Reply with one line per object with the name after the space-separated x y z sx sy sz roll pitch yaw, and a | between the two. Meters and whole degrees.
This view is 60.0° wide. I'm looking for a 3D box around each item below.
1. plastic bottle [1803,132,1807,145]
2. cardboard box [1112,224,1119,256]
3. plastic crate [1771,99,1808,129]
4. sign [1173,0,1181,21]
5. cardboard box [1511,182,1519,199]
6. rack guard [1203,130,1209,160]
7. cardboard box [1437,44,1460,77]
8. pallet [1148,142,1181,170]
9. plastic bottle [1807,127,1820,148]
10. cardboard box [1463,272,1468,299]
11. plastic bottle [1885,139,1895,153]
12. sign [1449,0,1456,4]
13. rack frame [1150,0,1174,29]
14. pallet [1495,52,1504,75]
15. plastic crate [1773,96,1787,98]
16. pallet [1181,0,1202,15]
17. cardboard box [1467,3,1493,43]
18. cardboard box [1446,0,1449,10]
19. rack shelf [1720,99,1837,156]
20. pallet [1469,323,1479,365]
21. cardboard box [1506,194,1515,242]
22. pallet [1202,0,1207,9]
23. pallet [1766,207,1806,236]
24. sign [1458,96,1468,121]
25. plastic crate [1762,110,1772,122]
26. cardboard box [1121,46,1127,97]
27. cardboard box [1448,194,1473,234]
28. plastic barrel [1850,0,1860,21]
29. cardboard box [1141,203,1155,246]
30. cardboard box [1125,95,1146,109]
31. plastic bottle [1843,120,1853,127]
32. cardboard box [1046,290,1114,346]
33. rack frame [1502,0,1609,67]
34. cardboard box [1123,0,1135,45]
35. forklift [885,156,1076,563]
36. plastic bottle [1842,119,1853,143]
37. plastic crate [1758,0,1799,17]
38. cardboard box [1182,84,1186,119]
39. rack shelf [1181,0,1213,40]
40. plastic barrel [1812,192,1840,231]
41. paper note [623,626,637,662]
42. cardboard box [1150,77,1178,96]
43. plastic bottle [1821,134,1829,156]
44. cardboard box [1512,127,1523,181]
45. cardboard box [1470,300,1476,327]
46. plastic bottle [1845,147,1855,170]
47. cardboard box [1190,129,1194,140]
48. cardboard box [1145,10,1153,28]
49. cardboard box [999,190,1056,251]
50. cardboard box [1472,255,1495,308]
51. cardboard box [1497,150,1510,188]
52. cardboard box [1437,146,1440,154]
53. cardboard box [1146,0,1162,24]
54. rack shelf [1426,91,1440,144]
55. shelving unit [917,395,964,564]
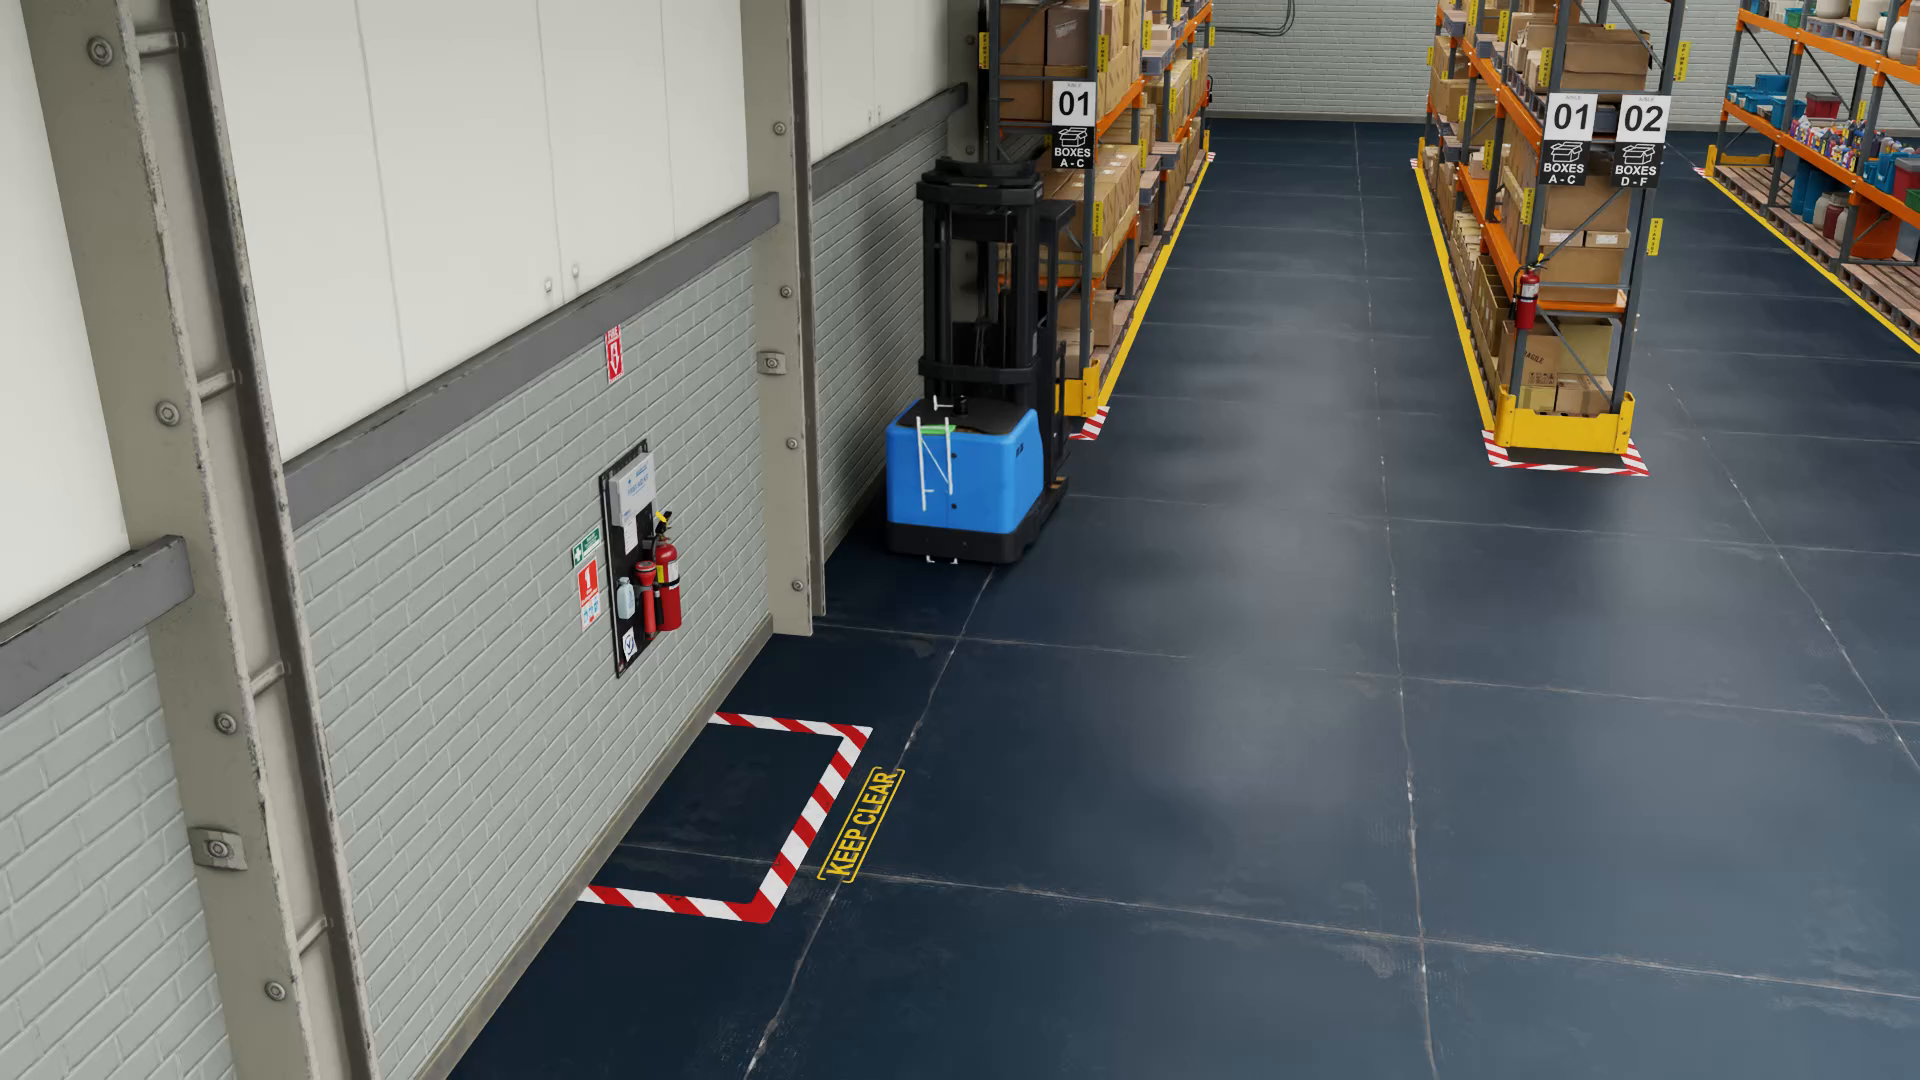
12.282 -5.828 24.075 0.097 0.201 0.097 0 22 0 | plastic bottle
1.379 -3.143 17.317 0.500 0.250 0.500 4 22 10 | cardboard box
12.676 -6.523 25.476 0.392 0.384 0.575 4 22 11 | plastic crate
2.930 -7.187 22.477 0.100 0.325 0.005 4 22 11 | sign
5.982 -3.649 17.397 0.380 0.149 0.250 4 22 9 | cardboard box
4.037 -7.373 30.992 1.175 0.500 0.348 4 22 11 | rack guard
8.225 -7.955 27.620 0.500 0.500 0.500 4 22 10 | cardboard box
2.358 -5.240 22.607 1.213 0.211 1.003 4 22 11 | pallet
12.258 -5.769 23.830 0.152 0.276 0.135 4 22 11 | plastic bottle
6.339 -3.037 19.998 0.500 0.250 0.500 4 22 10 | cardboard box
12.789 -5.380 22.868 0.097 0.271 0.097 0 22 0 | plastic bottle
7.533 -8.355 25.375 0.100 0.325 0.005 4 22 11 | sign
2.400 -8.381 22.118 1.000 3.000 0.127 4 22 11 | rack frame
6.601 -5.385 18.951 0.805 0.209 1.217 4 22 9 | pallet
13.741 -7.362 27.891 0.396 0.136 0.243 4 22 11 | plastic crate
3.393 -8.710 27.068 1.003 0.211 1.213 4 22 11 | pallet
7.410 -7.008 22.591 0.910 0.500 0.500 4 22 11 | cardboard box
8.111 -8.570 26.804 0.500 0.250 0.500 4 22 11 | cardboard box
13.323 -6.704 26.946 1.077 0.370 4.000 4 22 11 | rack shelf
6.230 -2.178 18.479 1.003 0.211 1.213 4 22 11 | pallet
6.248 -3.449 17.769 0.700 0.500 0.500 4 22 10 | cardboard box
3.644 -9.155 28.173 1.003 0.211 1.213 4 22 11 | pallet
12.716 -4.733 24.824 1.003 0.211 1.213 4 22 11 | pallet
6.717 -5.760 22.197 0.100 0.325 0.005 4 22 11 | sign
12.880 -6.636 26.103 0.437 0.125 0.590 4 22 11 | plastic crate
1.415 -4.804 17.091 0.500 0.500 0.500 6 23 14 | cardboard box
7.211 -4.626 23.583 0.500 0.500 0.500 5 23 13 | cardboard box
12.927 -7.630 23.455 0.600 0.588 0.600 0 22 0 | plastic barrel
2.304 -4.375 22.960 0.700 0.500 0.500 5 22 12 | cardboard box
2.307 -5.902 22.403 0.380 0.149 0.250 1 22 2 | cardboard box
13.150 -6.080 24.600 0.152 0.276 0.135 4 22 11 | plastic bottle
1.311 -2.436 18.144 0.700 0.500 0.500 3 22 8 | cardboard box
6.434 -6.542 17.551 1.000 3.000 0.127 4 22 11 | rack frame
1.549 -5.449 17.355 0.500 0.500 0.500 4 22 9 | cardboard box
0.308 -1.701 13.653 1.130 2.935 3.031 6 23 15 | forklift
12.906 -5.933 24.136 0.144 0.351 0.185 4 22 11 | plastic bottle
13.150 -8.594 26.744 0.504 0.338 0.767 4 22 11 | plastic crate
3.163 -6.696 25.406 0.500 0.500 0.500 4 22 11 | cardboard box
3.624 -8.850 28.261 1.077 0.370 4.000 4 22 11 | rack shelf
12.440 -4.690 23.752 0.421 0.512 0.421 0 22 0 | plastic barrel
-1.806 0.569 9.105 0.016 0.148 0.142 4 22 11 | paper note
2.854 -6.483 23.872 0.500 0.250 0.500 4 22 10 | cardboard box
12.061 -5.504 23.160 0.061 0.283 0.133 4 22 11 | plastic bottle
6.247 -4.060 17.548 0.700 0.500 0.500 4 22 11 | cardboard box
6.042 -2.532 18.744 0.500 0.250 0.500 4 22 11 | cardboard box
11.810 -5.054 22.043 0.061 0.283 0.133 4 22 11 | plastic bottle
3.824 -6.965 28.548 0.380 0.149 0.250 4 22 9 | cardboard box
2.044 -6.580 21.496 0.797 0.503 0.637 8 23 18 | cardboard box
0.655 -3.149 16.326 0.500 0.500 0.500 4 22 10 | cardboard box
6.033 -2.881 18.605 0.500 0.500 0.500 4 22 11 | cardboard box
6.816 -4.461 20.281 0.500 0.500 0.500 4 22 11 | cardboard box
8.444 -6.418 28.028 0.797 0.503 0.637 4 22 11 | cardboard box
2.440 -7.418 23.020 0.700 0.500 0.500 3 22 7 | cardboard box
8.474 -7.083 27.887 1.077 0.370 4.000 4 22 11 | rack shelf
-0.114 -0.467 12.872 0.258 1.200 0.503 3 24 14 | shelving unit
